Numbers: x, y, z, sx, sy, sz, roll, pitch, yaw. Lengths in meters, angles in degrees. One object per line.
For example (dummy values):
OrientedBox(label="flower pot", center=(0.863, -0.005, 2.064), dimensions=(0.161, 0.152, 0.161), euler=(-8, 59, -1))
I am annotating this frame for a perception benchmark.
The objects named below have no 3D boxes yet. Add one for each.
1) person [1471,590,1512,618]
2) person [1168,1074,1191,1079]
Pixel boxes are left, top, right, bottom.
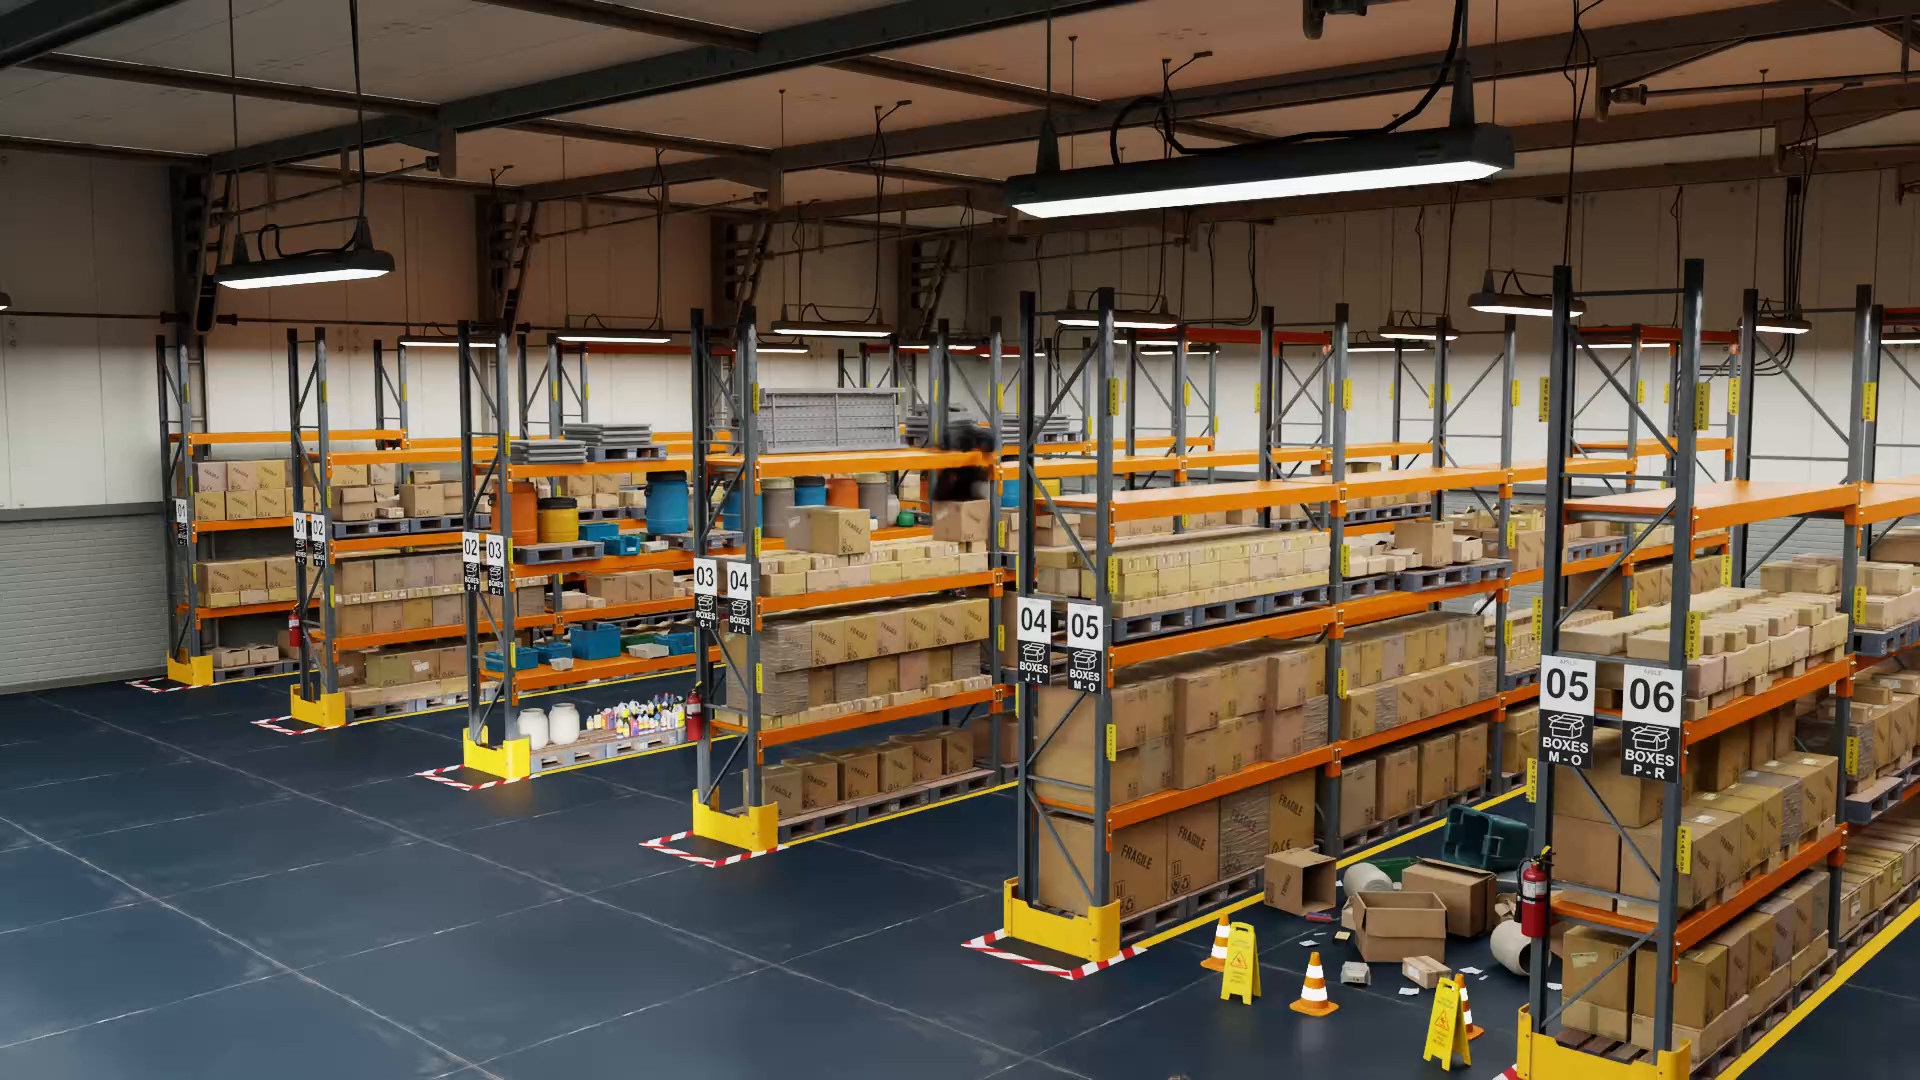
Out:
OrientedBox(label="person", center=(9.251, 1.591, 28.944), dimensions=(0.702, 1.721, 0.705), euler=(2, 6, 18))
OrientedBox(label="person", center=(1.142, 3.539, 8.802), dimensions=(0.628, 1.633, 1.005), euler=(1, 6, 13))
